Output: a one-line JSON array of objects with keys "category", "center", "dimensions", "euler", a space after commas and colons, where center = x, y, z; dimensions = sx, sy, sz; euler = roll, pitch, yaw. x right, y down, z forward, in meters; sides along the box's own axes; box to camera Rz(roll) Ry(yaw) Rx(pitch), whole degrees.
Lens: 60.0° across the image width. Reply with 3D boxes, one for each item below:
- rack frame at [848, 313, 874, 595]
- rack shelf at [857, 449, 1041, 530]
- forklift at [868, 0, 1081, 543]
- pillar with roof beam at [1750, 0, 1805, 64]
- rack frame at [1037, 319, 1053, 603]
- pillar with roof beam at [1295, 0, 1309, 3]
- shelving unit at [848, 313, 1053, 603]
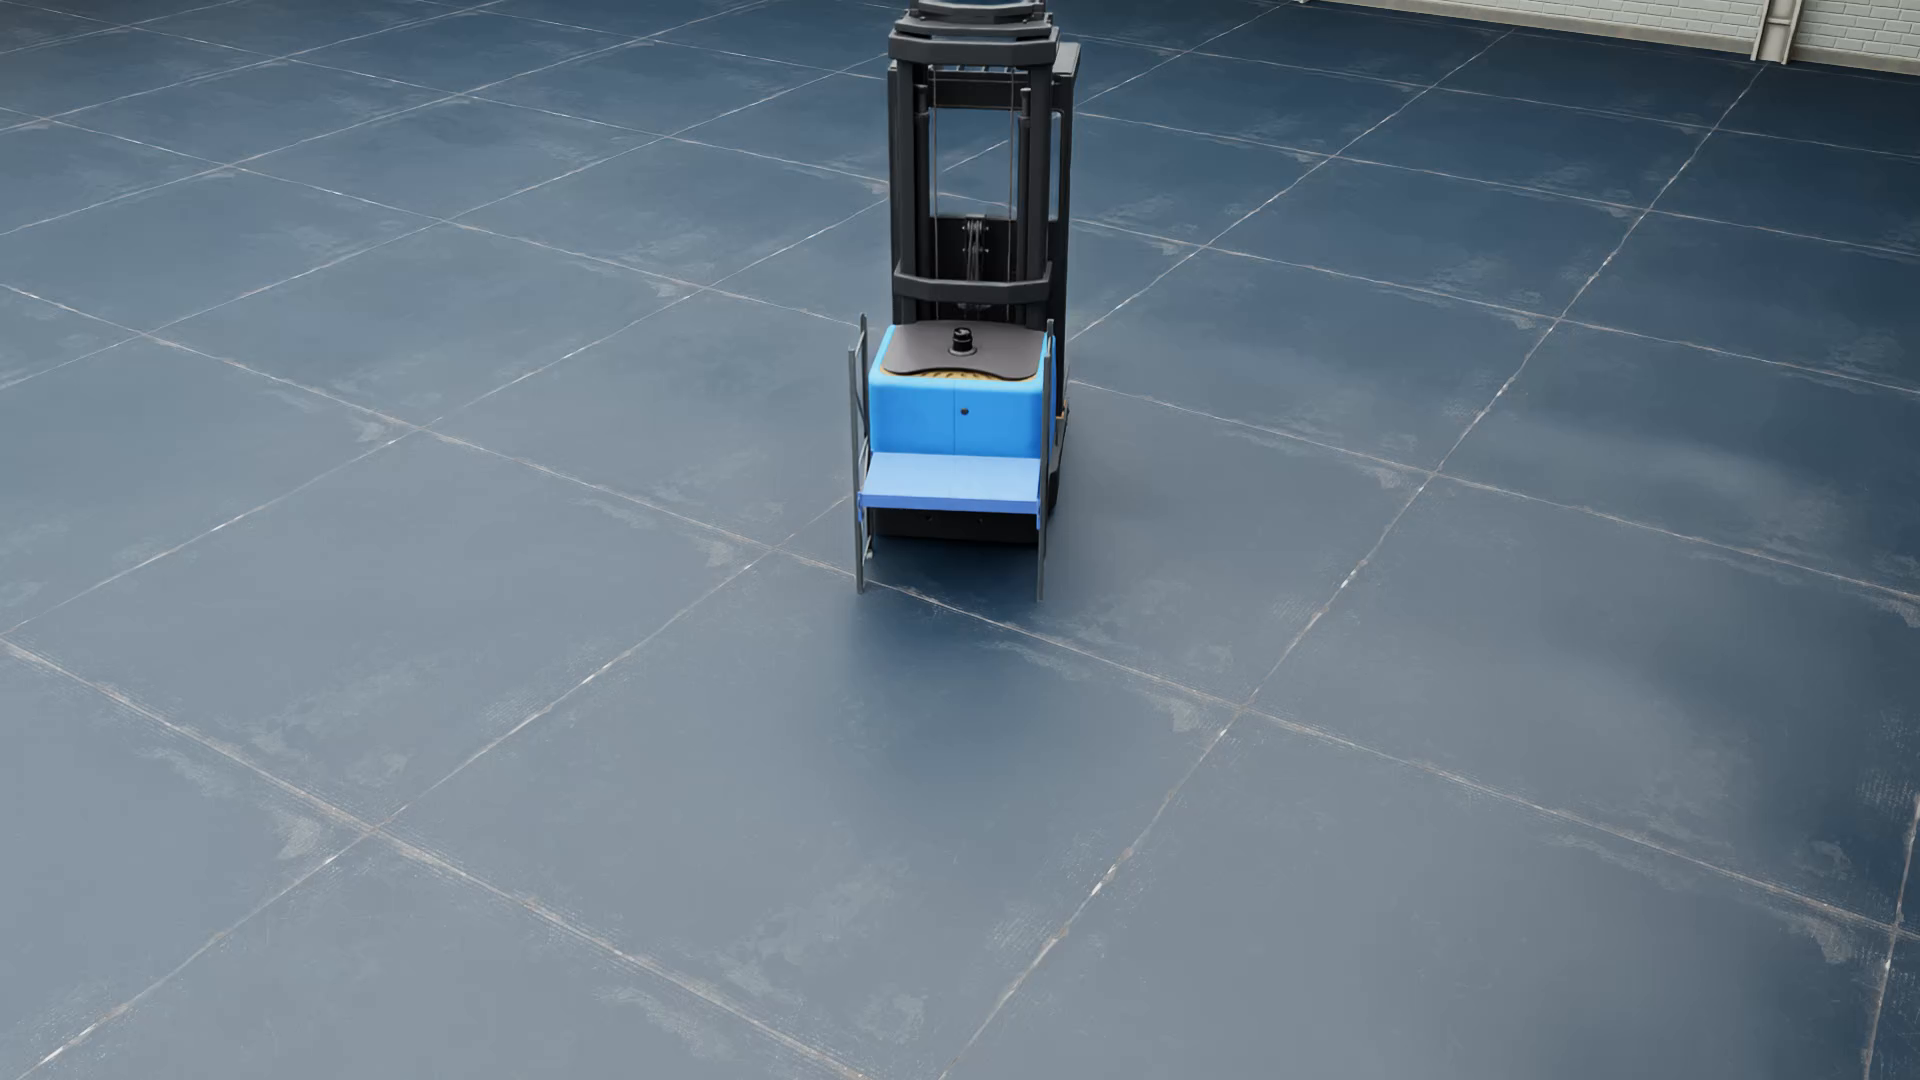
[{"category": "rack frame", "center": [-0.546, -0.465, 9.231], "dimensions": [0.032, 1.500, 0.500], "euler": [2, 30, 4]}, {"category": "rack shelf", "center": [-0.039, -0.287, 9.284], "dimensions": [1.000, 0.185, 0.538], "euler": [2, 30, 4]}, {"category": "forklift", "center": [0.149, -1.966, 10.384], "dimensions": [1.130, 2.935, 3.031], "euler": [3, 30, 6]}, {"category": "pillar with roof beam", "center": [7.297, -7.735, 14.250], "dimensions": [0.400, 9.000, 9.100], "euler": [18, 35, 27]}, {"category": "rack frame", "center": [0.467, -0.421, 9.155], "dimensions": [0.032, 1.500, 0.500], "euler": [2, 30, 4]}, {"category": "pillar with roof beam", "center": [2.215, -9.342, 17.006], "dimensions": [0.400, 9.000, 9.100], "euler": [18, 35, 27]}, {"category": "shelving unit", "center": [-0.039, -0.443, 9.193], "dimensions": [1.048, 1.500, 0.538], "euler": [2, 30, 4]}]
